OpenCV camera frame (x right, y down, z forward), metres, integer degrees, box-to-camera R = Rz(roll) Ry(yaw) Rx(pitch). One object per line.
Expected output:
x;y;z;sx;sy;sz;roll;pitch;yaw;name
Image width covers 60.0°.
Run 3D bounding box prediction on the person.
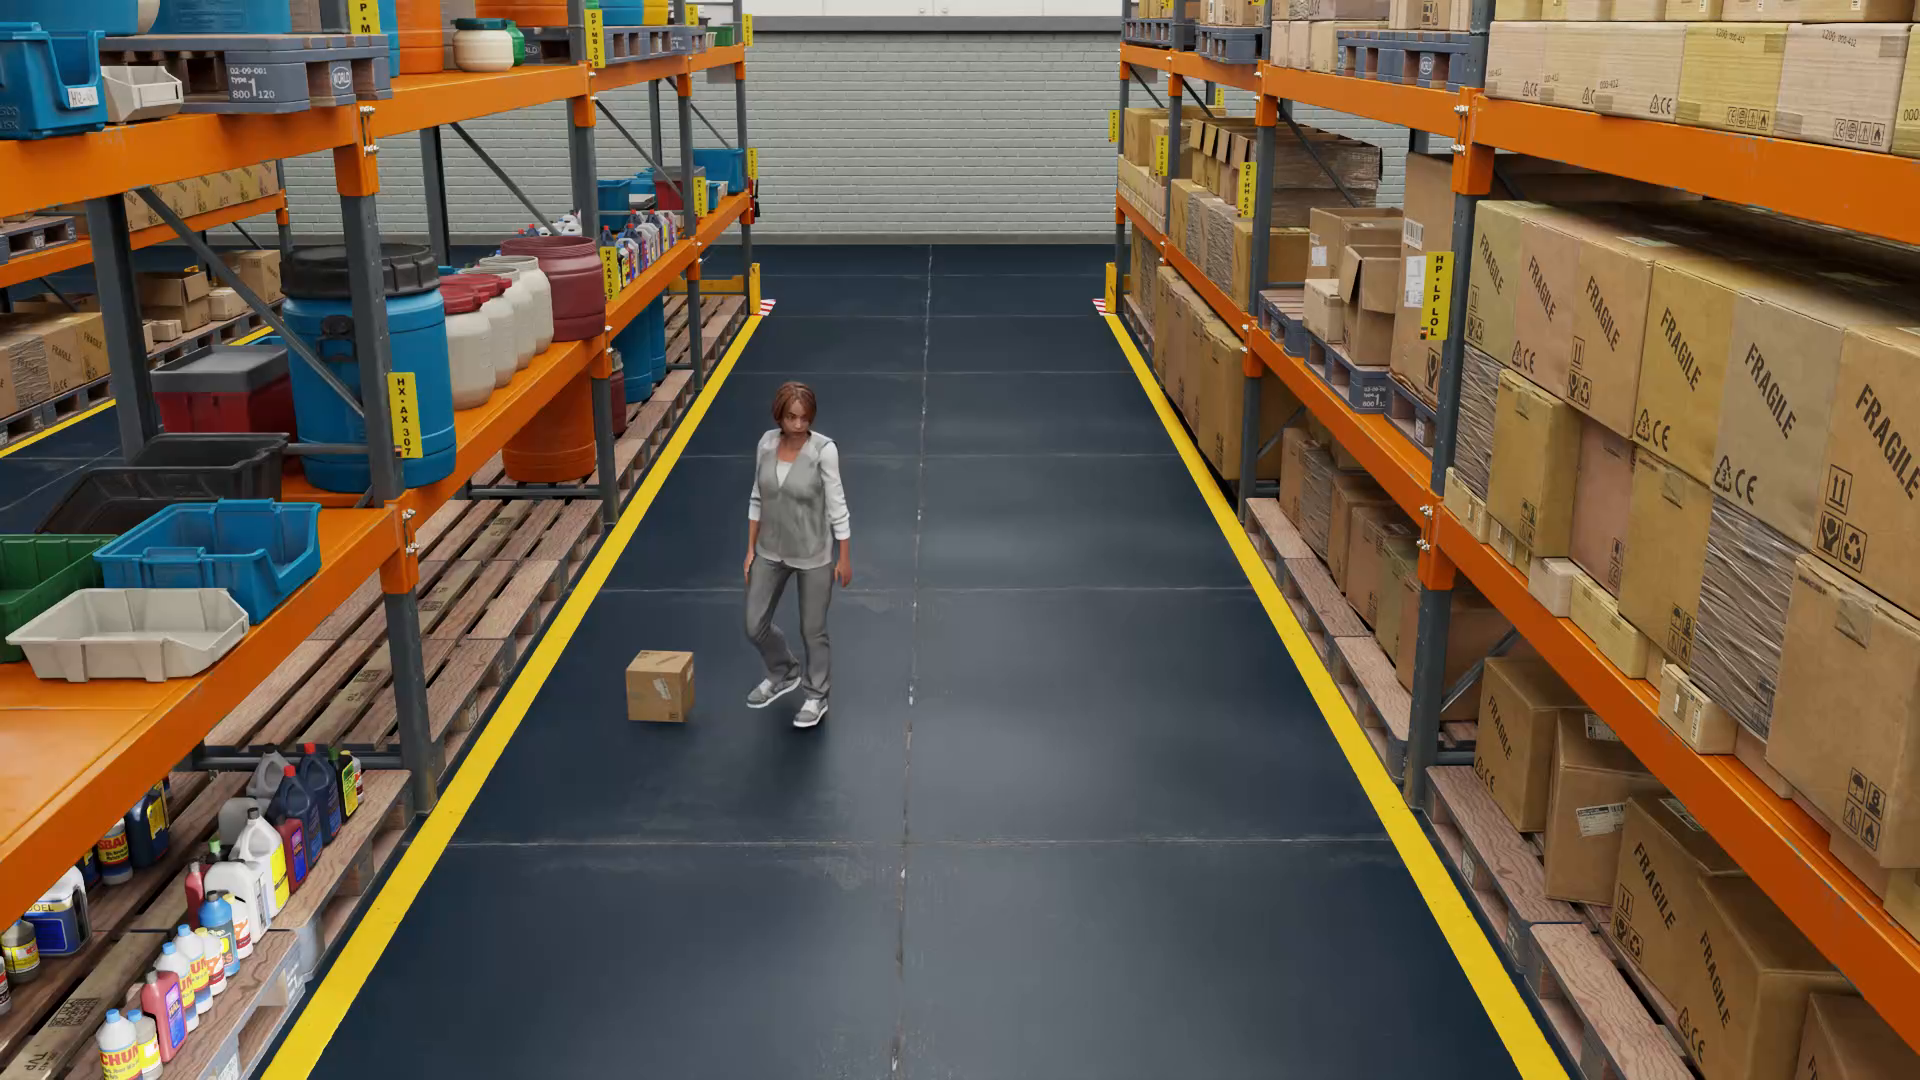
-0.732;0.071;7.289;0.545;1.586;0.409;6;18;17;person
